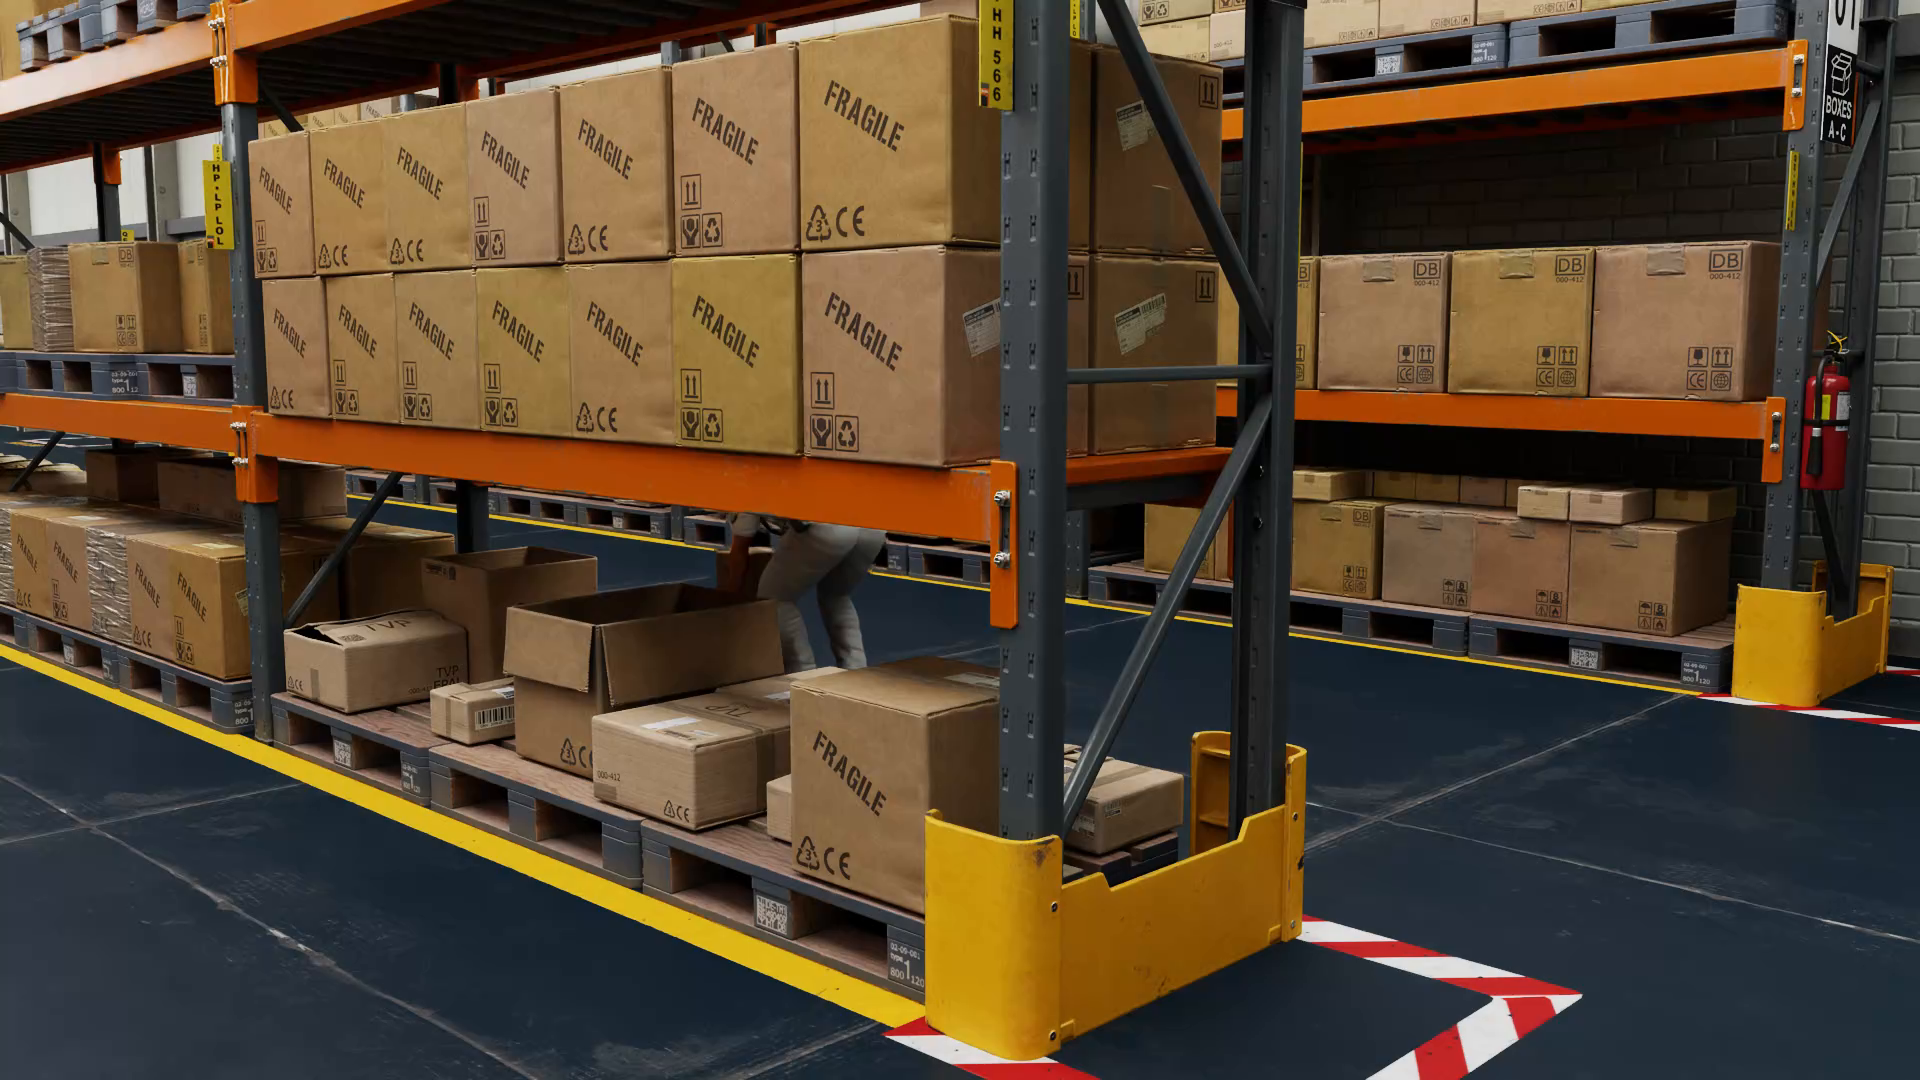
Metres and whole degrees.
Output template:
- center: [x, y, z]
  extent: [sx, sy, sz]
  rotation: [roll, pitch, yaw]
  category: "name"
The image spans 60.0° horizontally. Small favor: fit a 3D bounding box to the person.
- center: [-0.732, 0.123, 7.356]
  extent: [0.921, 1.153, 0.479]
  rotation: [6, 9, 40]
  category: "person"
